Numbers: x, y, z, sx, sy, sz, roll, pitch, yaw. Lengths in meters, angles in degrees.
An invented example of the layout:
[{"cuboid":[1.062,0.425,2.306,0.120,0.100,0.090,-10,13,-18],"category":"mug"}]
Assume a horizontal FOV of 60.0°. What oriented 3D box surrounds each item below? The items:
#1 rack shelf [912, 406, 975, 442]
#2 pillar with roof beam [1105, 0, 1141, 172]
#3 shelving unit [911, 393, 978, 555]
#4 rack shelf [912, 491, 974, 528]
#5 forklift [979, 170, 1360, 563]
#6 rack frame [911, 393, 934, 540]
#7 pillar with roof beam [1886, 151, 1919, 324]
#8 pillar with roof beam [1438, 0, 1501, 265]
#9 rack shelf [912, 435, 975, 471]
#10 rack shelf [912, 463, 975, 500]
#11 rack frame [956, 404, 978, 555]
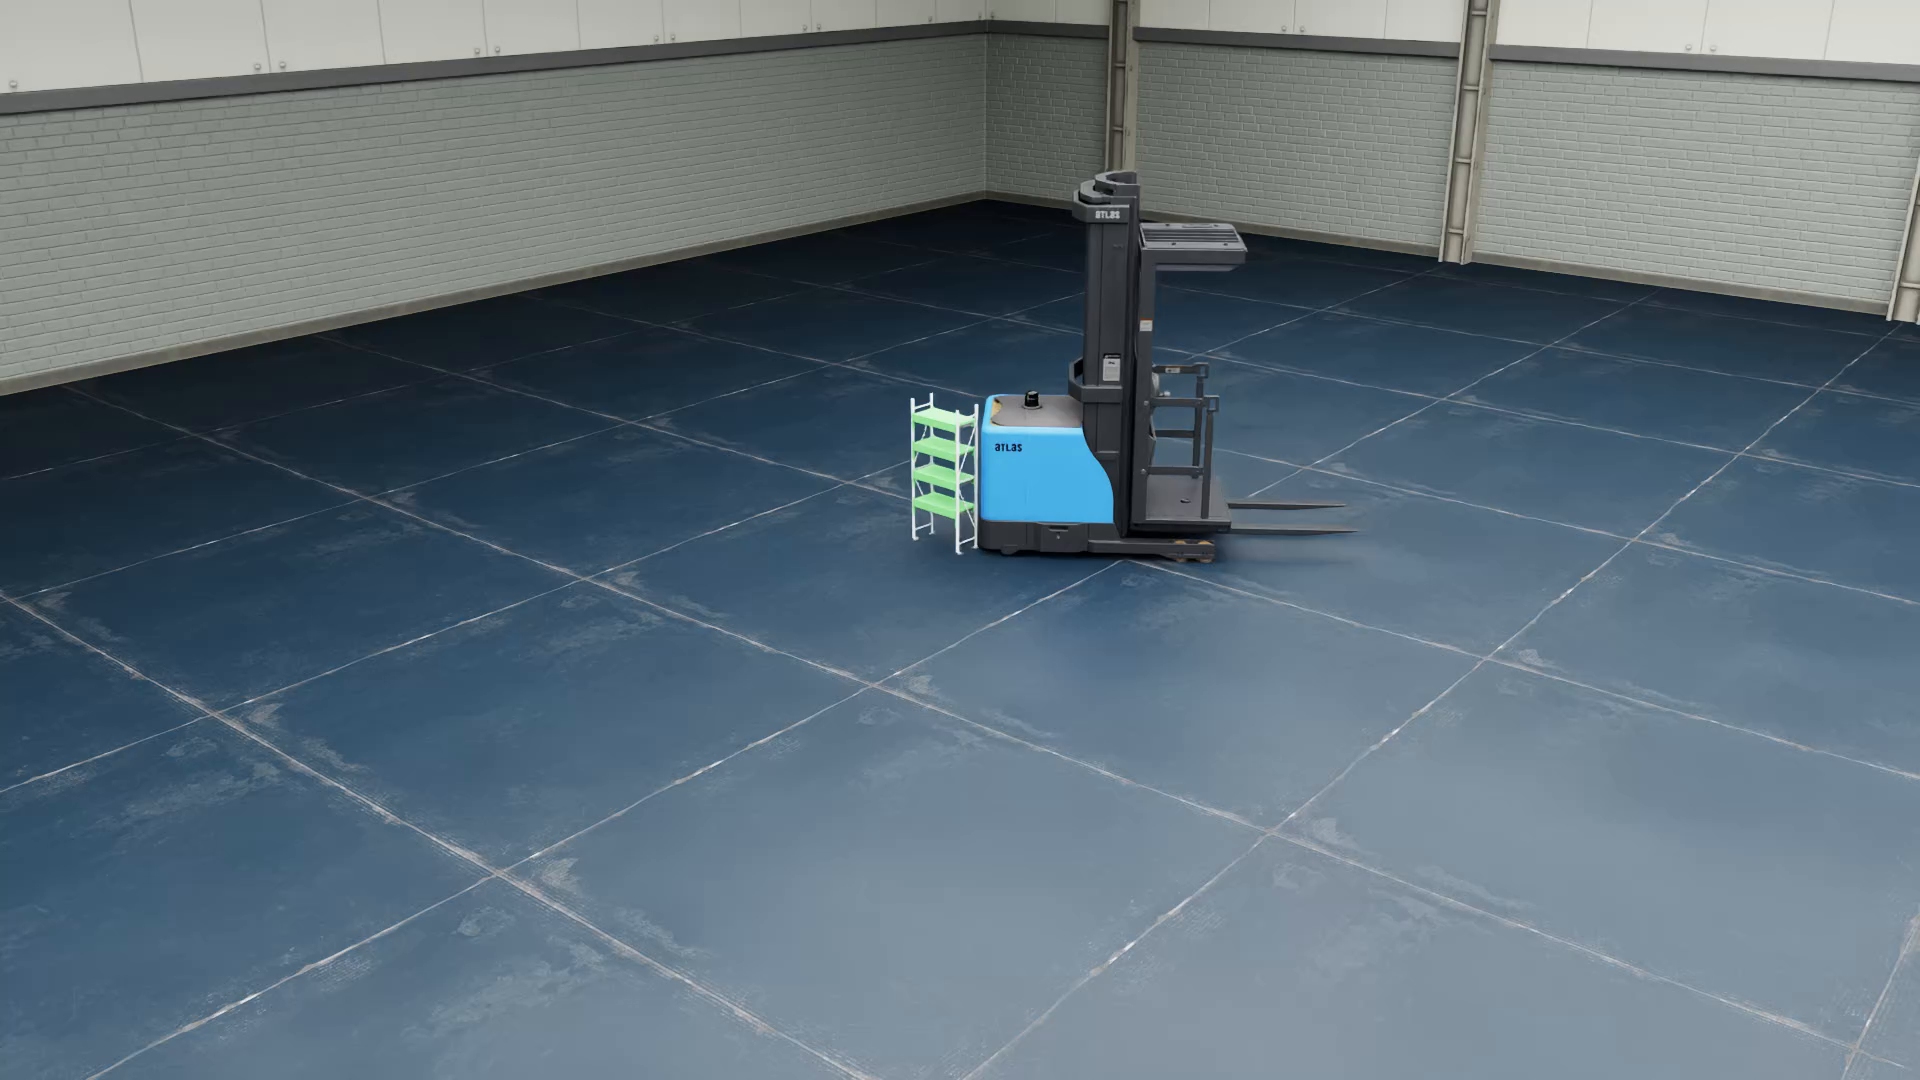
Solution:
[{"cuboid":[-0.125,-0.925,13.241,0.480,0.148,0.258,18,27,39],"category":"rack shelf"},{"cuboid":[-0.047,-8.494,23.439,0.400,9.000,9.100,16,26,36],"category":"pillar with roof beam"},{"cuboid":[-0.125,-0.535,13.387,0.503,1.200,0.258,18,27,39],"category":"shelving unit"},{"cuboid":[-0.125,-0.251,13.495,0.480,0.148,0.258,18,27,39],"category":"rack shelf"},{"cuboid":[1.691,-1.386,13.190,3.031,2.935,1.130,1,21,3],"category":"forklift"},{"cuboid":[-0.305,-0.594,13.542,0.015,1.200,0.240,18,27,39],"category":"rack frame"},{"cuboid":[9.250,-5.817,16.340,0.400,9.000,9.100,16,26,36],"category":"pillar with roof beam"},{"cuboid":[4.602,-7.155,19.889,0.400,9.000,9.100,16,26,36],"category":"pillar with roof beam"},{"cuboid":[-0.125,-0.700,13.325,0.480,0.148,0.258,18,27,39],"category":"rack shelf"},{"cuboid":[-0.125,-0.476,13.410,0.480,0.148,0.258,18,27,39],"category":"rack shelf"},{"cuboid":[0.054,-0.477,13.233,0.015,1.200,0.240,18,27,39],"category":"rack frame"}]
